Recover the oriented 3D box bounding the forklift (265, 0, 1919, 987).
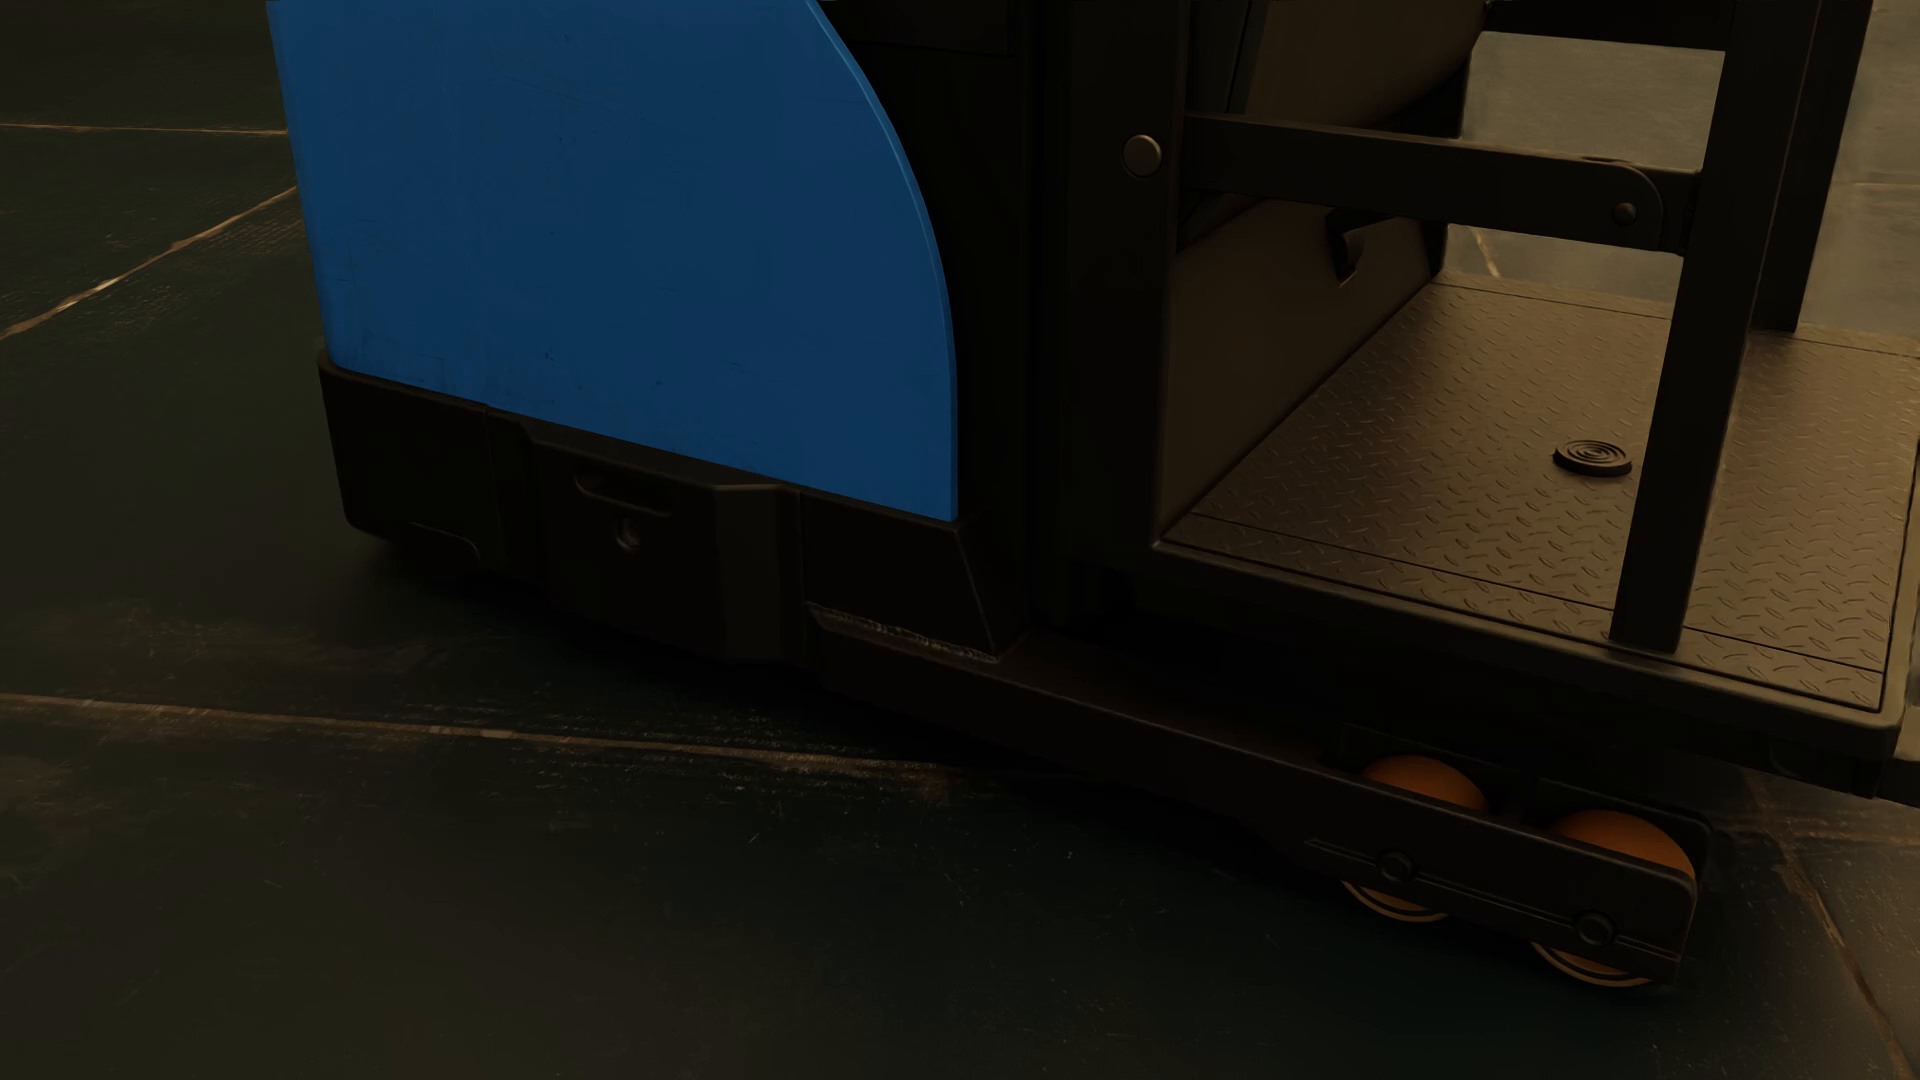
[{"bbox_3d":[0.637,-1.148,1.518,3.031,2.935,1.130,14,30,26],"label":"forklift"}]
